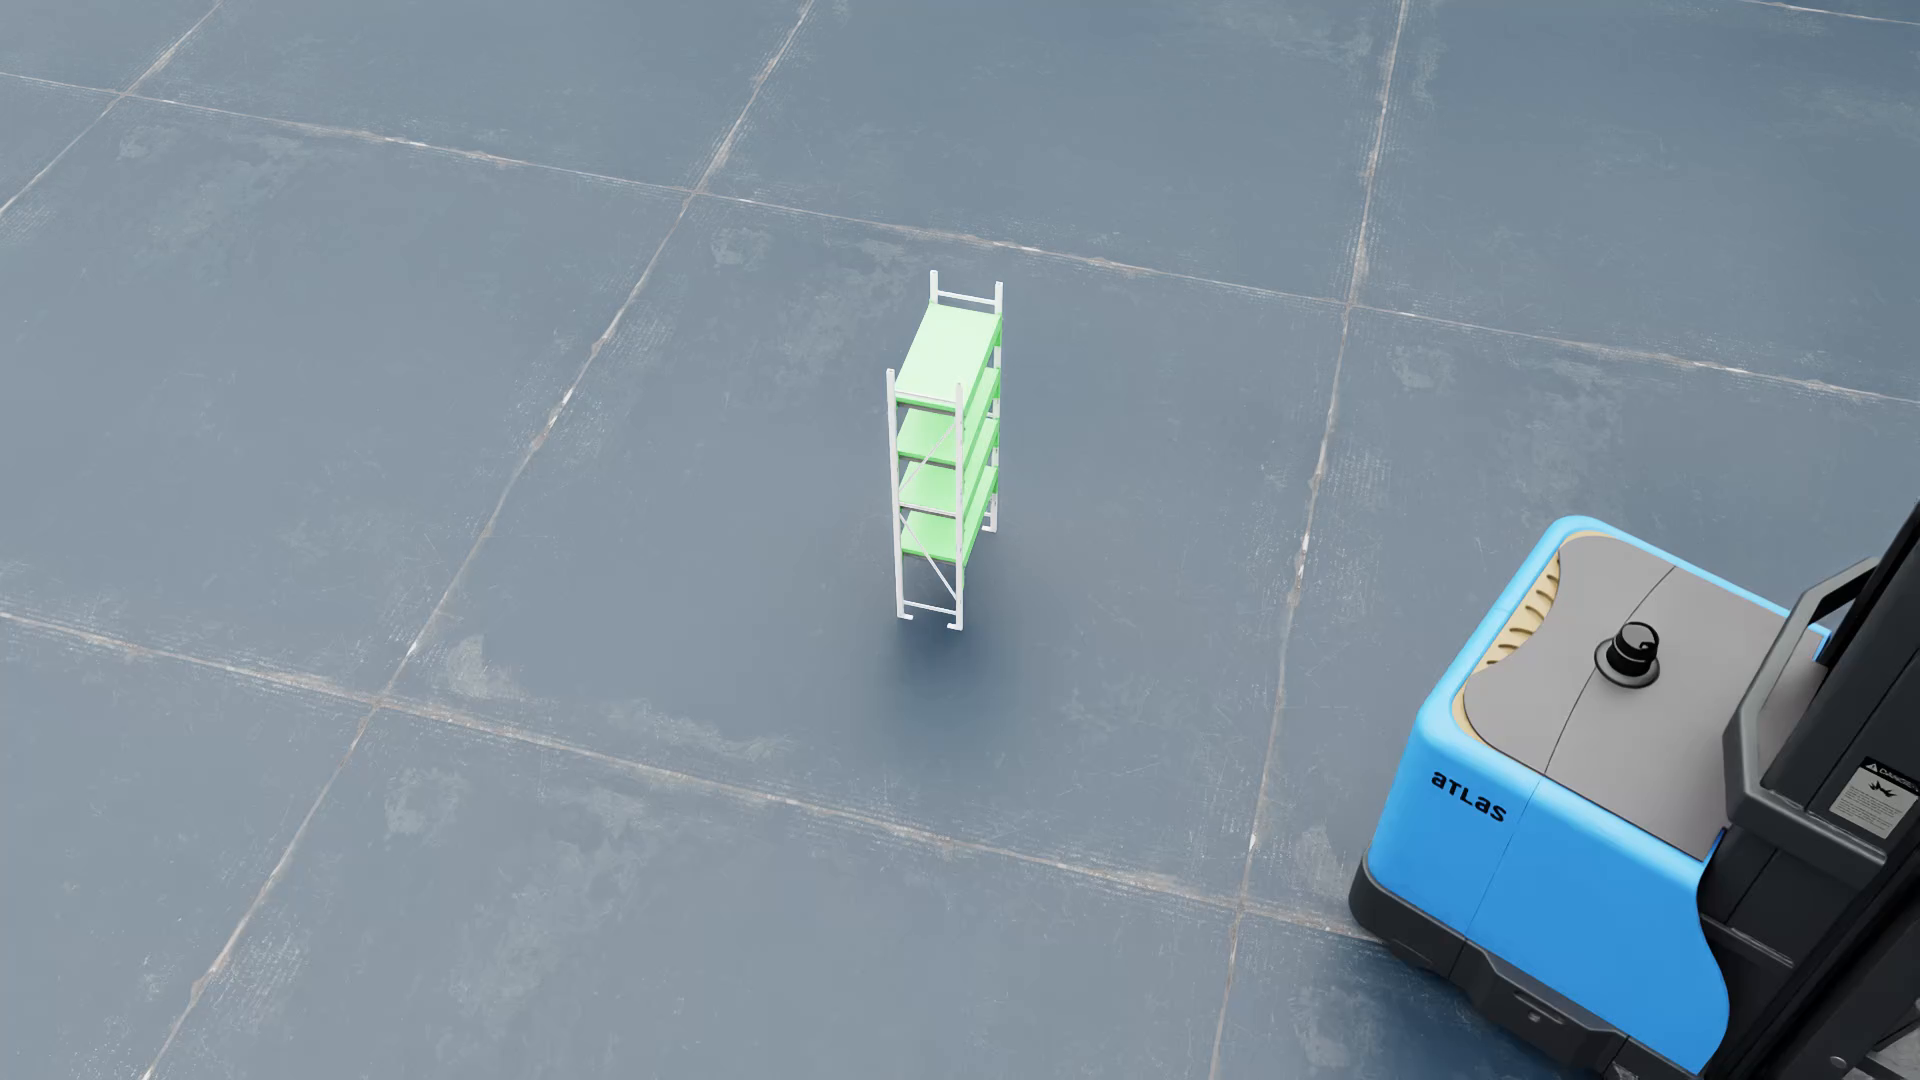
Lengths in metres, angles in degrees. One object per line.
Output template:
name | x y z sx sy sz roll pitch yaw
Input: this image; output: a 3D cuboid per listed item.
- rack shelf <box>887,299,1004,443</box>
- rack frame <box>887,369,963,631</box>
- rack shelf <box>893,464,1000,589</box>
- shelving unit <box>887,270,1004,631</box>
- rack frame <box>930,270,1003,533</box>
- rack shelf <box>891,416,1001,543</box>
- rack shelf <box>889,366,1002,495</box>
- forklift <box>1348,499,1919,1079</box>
rack shelf | -0.044 -0.553 5.383 0.258 0.148 0.480 12 50 10
rack frame | -0.108 -0.101 5.539 0.240 1.200 0.015 12 50 10
rack shelf | -0.044 -0.076 5.922 0.258 0.148 0.480 12 50 10
shelving unit | -0.044 -0.277 5.694 0.258 1.200 0.503 12 50 10
rack frame | 0.021 -0.454 5.850 0.240 1.200 0.015 12 50 10
rack shelf | -0.044 -0.235 5.742 0.258 0.148 0.480 12 50 10
rack shelf | -0.044 -0.394 5.562 0.258 0.148 0.480 12 50 10
forklift | 2.684 0.602 3.764 3.031 2.935 1.130 30 55 24
